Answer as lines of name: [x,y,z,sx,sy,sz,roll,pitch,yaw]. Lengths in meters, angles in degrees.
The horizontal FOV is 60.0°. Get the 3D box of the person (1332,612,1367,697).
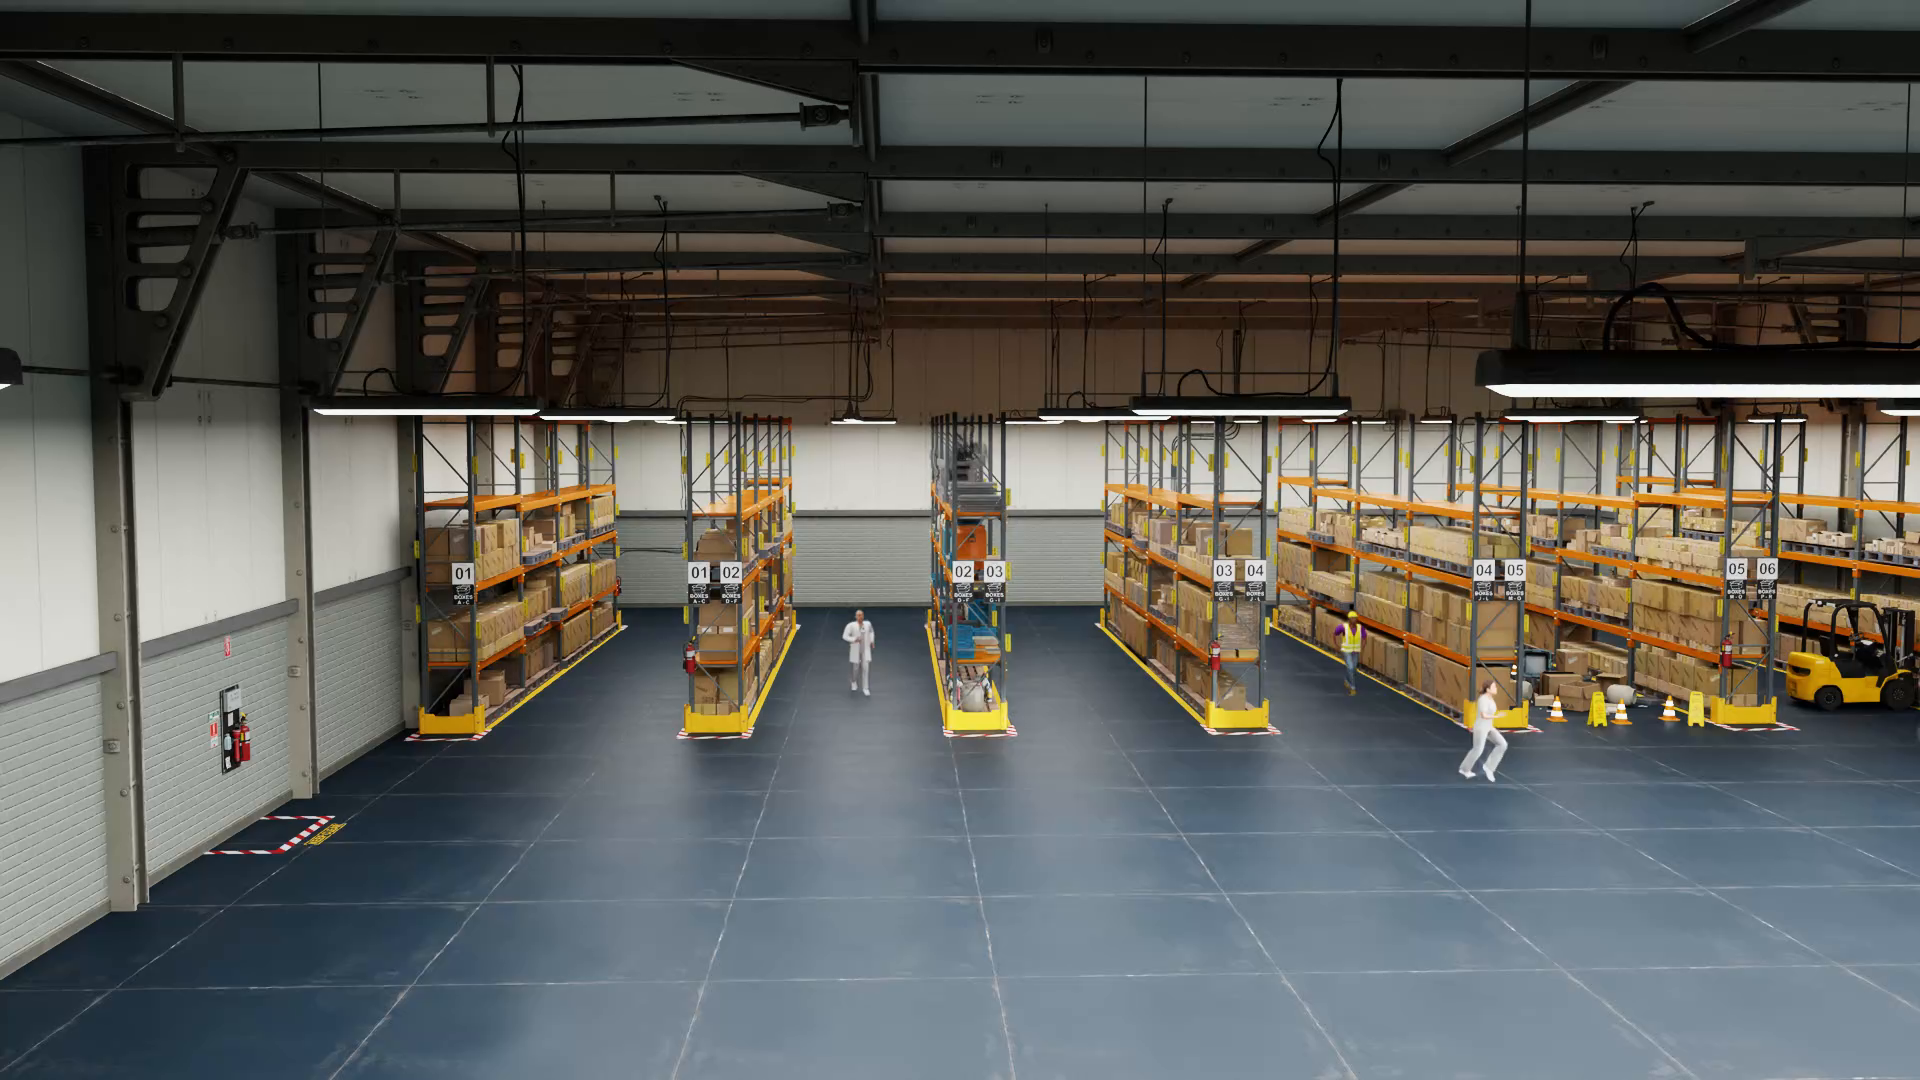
person: [8.396,2.430,35.733,0.705,1.810,0.900,-1,4,-8]

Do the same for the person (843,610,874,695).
person: [-2.156,2.390,35.661,0.723,1.780,0.930,-1,4,-18]

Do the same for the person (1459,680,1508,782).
person: [8.443,3.061,26.815,0.798,1.655,0.590,3,5,37]
